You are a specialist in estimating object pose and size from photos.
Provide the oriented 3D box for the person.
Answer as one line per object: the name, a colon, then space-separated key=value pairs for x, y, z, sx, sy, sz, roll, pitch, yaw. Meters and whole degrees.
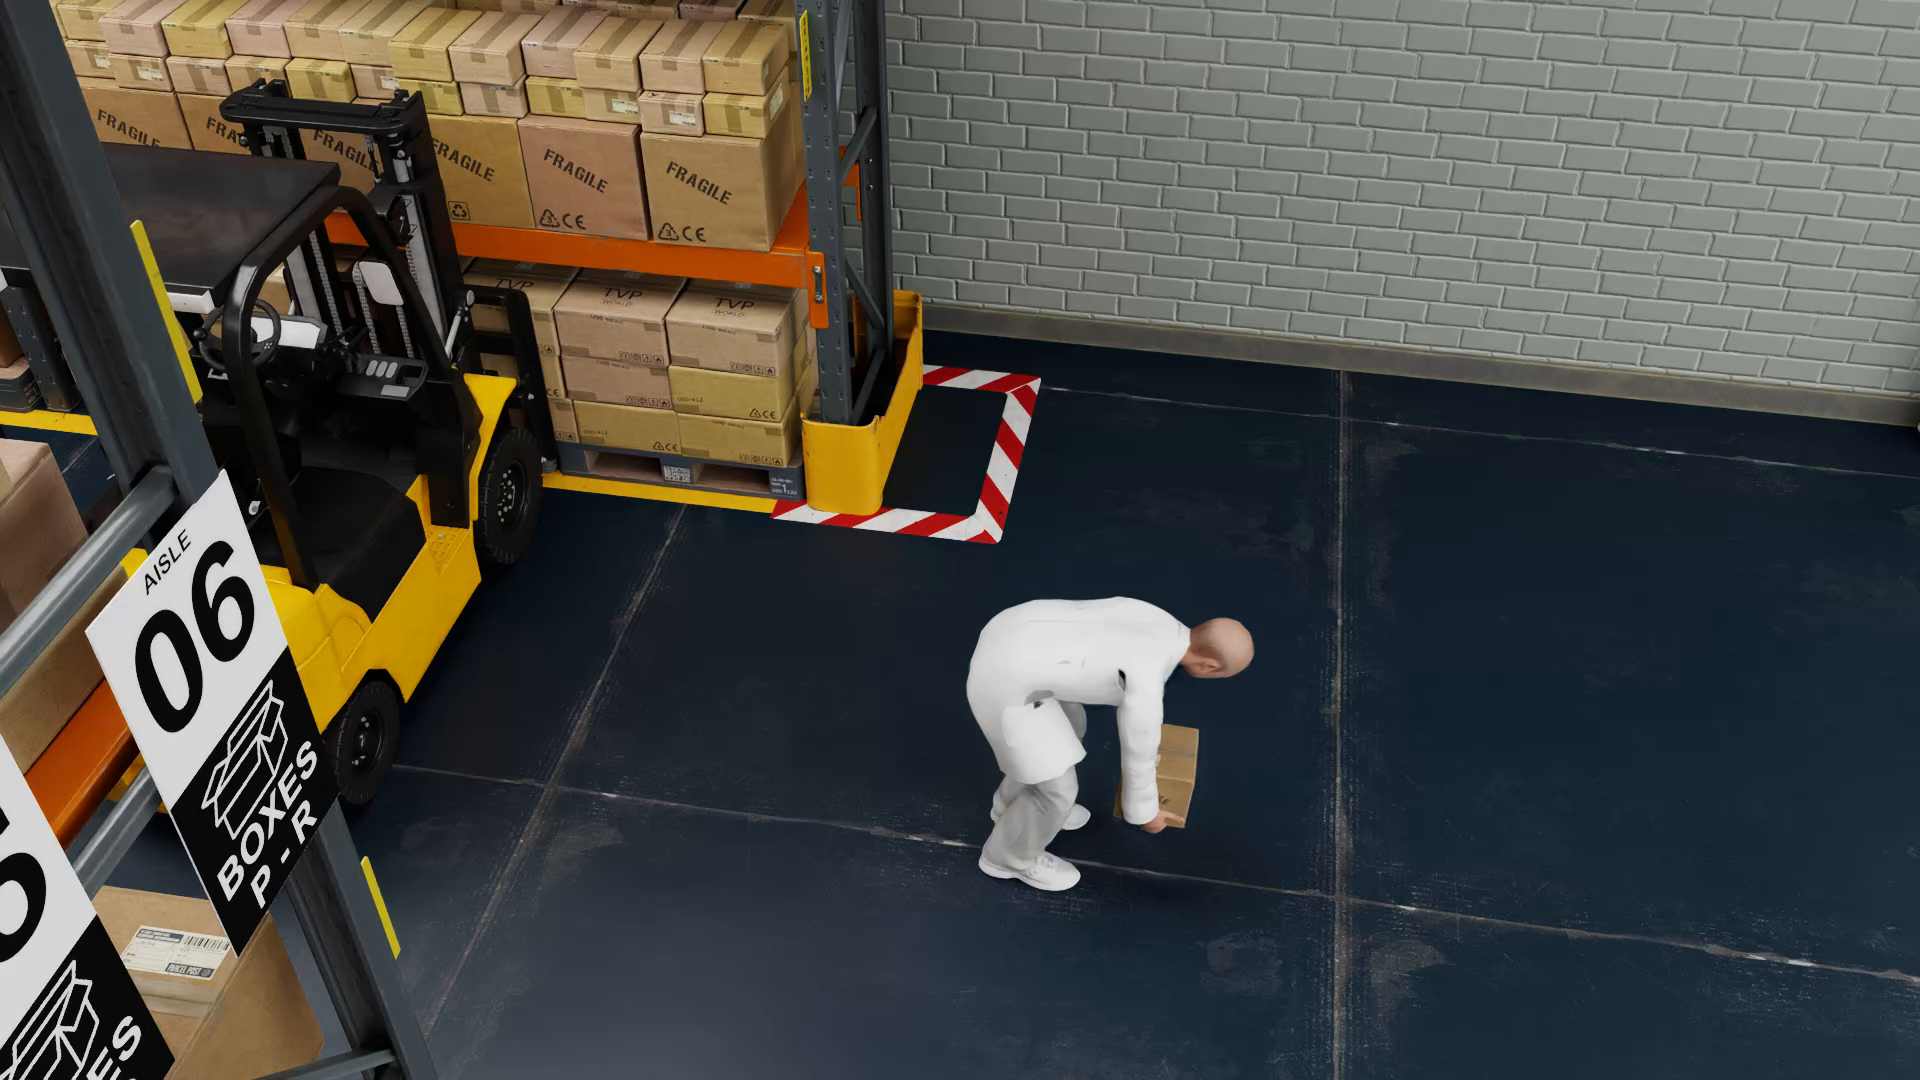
person: x=0.493 y=0.711 z=5.783 sx=0.939 sy=1.181 sz=0.562 roll=5 pitch=40 yaw=6
